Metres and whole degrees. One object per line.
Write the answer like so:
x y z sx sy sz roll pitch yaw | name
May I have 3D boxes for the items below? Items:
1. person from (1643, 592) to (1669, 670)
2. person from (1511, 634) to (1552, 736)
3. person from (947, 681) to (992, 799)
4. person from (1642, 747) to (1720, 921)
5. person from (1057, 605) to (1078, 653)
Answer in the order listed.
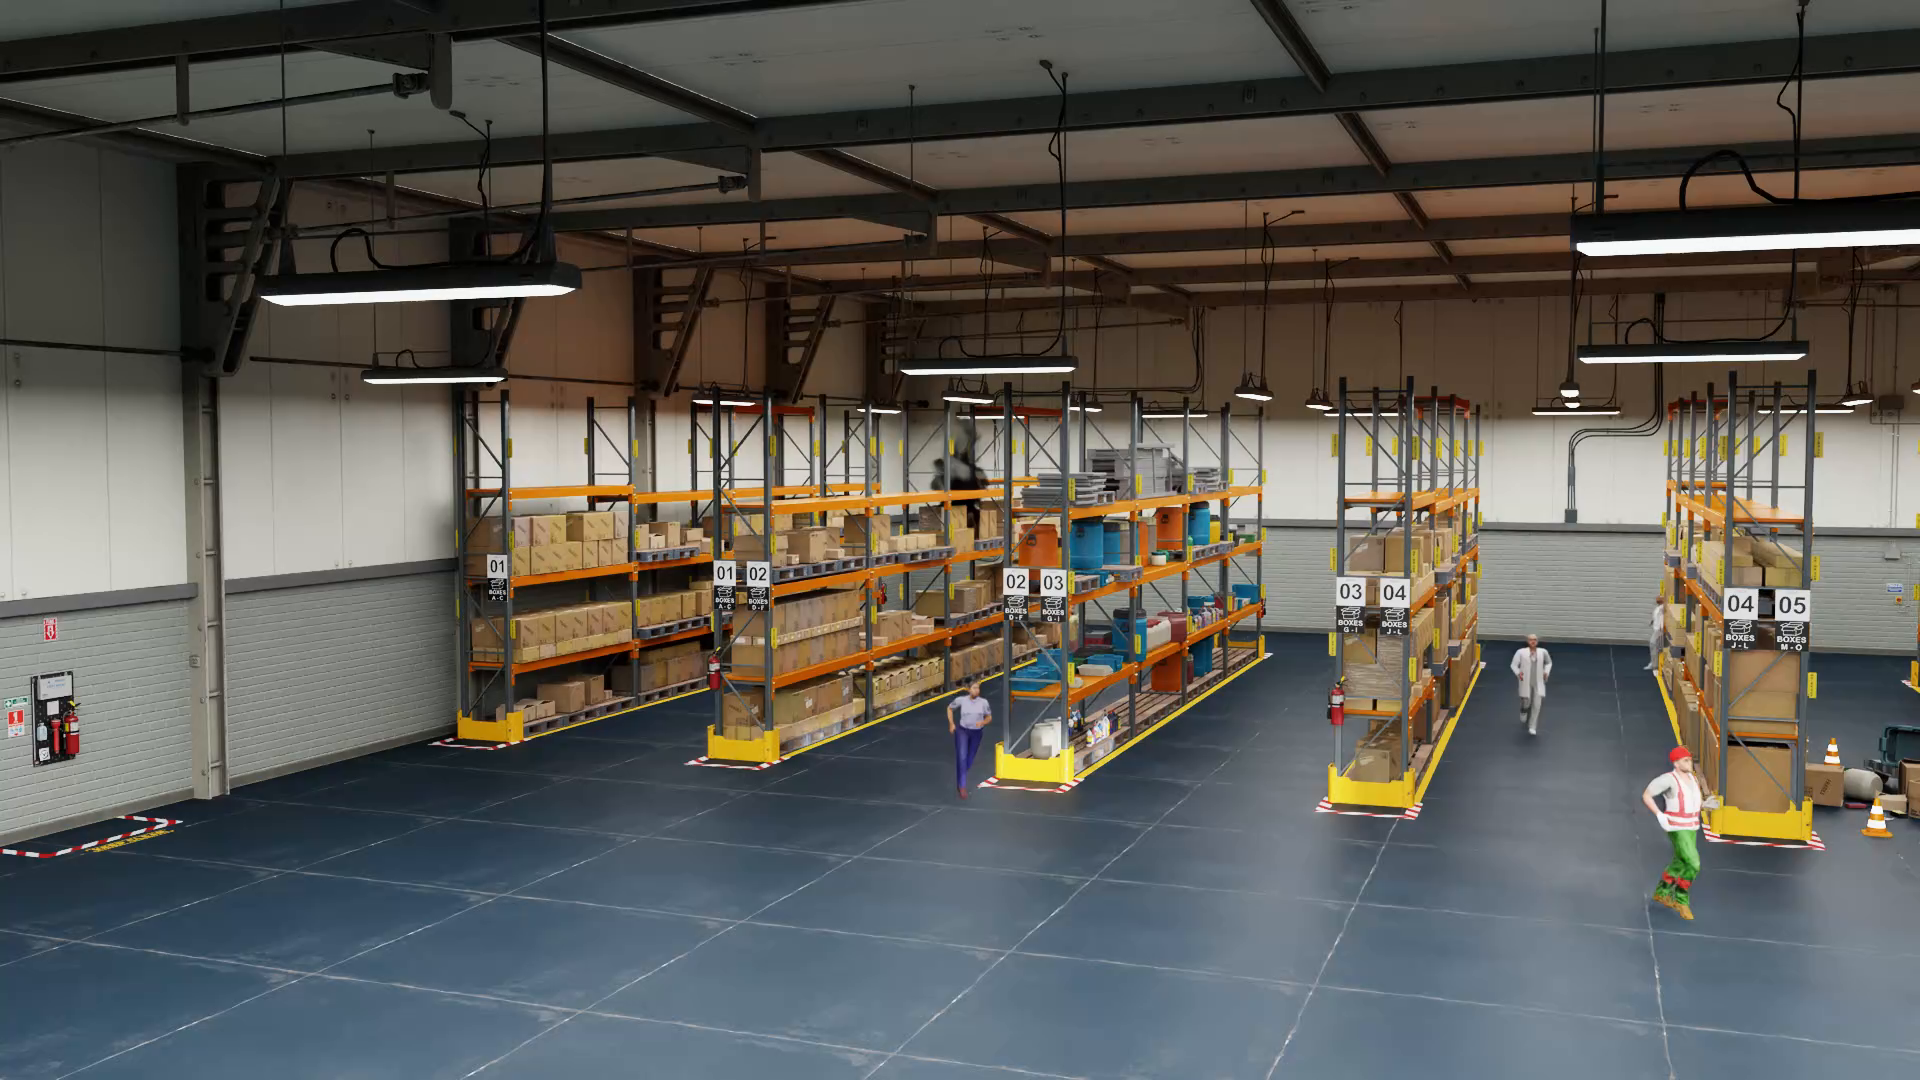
15.913 2.054 37.642 0.860 1.792 0.737 1 3 12 | person
10.048 2.523 29.202 0.710 1.750 0.888 1 3 10 | person
0.151 2.871 24.158 0.626 1.672 0.837 -1 3 -15 | person
7.738 3.134 17.803 0.634 1.835 0.709 -2 4 -33 | person
2.356 2.181 36.038 0.580 1.645 0.918 1 3 12 | person
